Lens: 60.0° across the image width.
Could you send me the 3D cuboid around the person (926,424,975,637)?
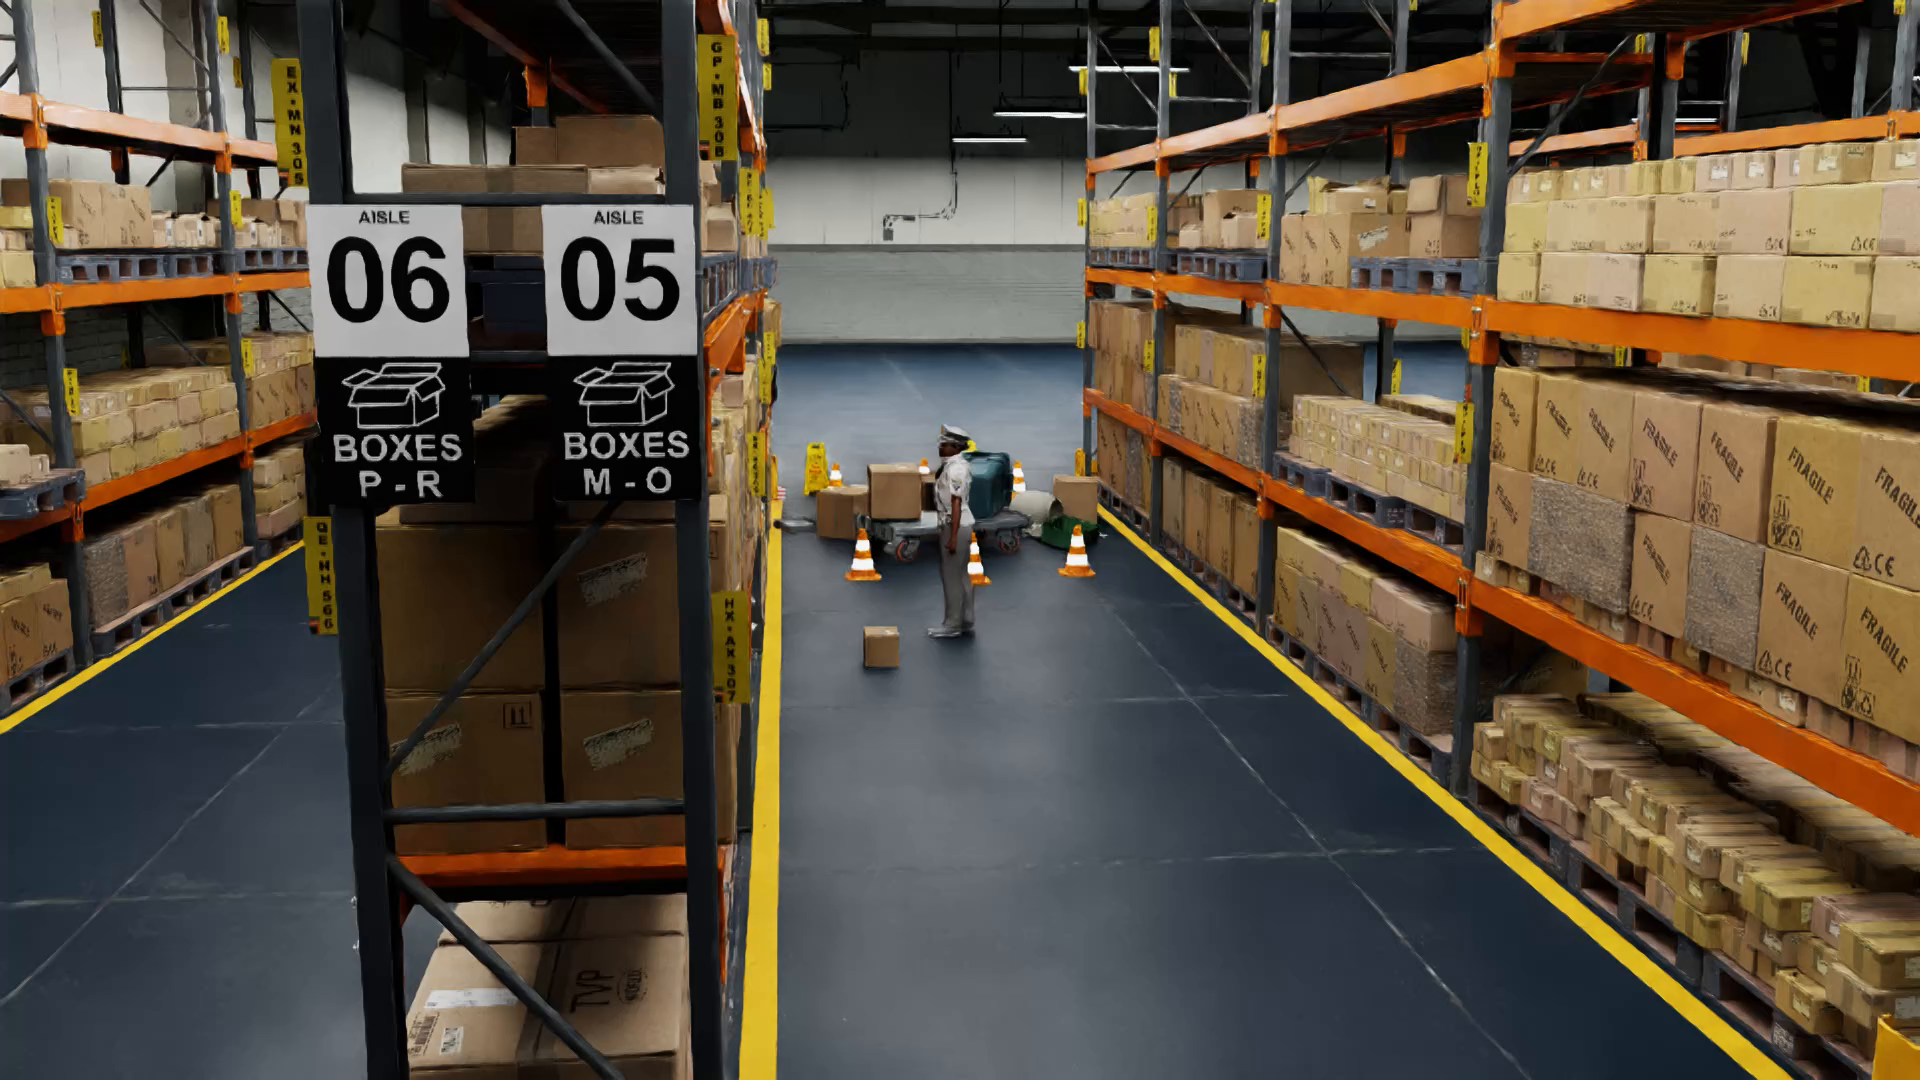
[{"bbox_3d":[-0.073,-0.082,13.200,0.384,1.685,0.556,0,10,1],"label":"person"}]
